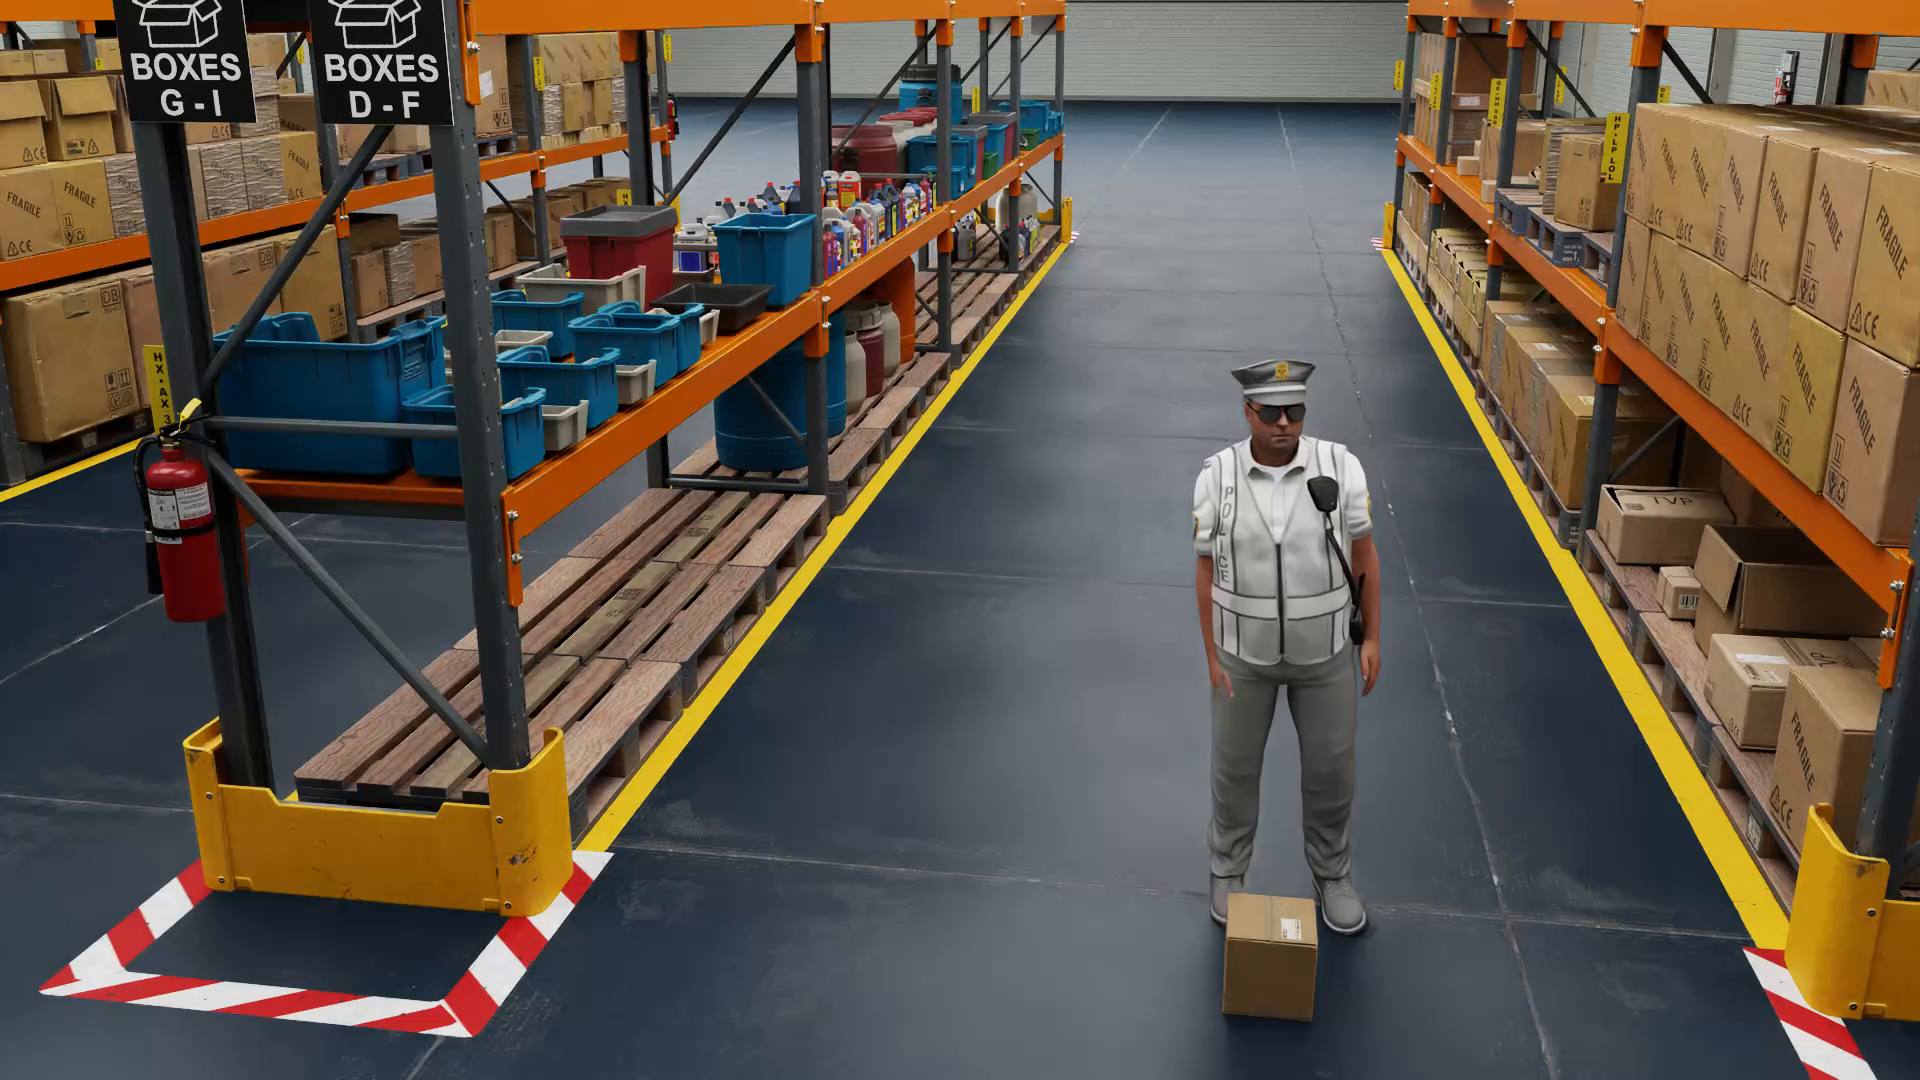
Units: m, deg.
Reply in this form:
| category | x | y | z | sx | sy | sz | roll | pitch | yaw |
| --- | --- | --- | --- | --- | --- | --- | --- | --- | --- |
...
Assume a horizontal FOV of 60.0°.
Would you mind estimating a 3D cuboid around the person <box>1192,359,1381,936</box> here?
| category | x | y | z | sx | sy | sz | roll | pitch | yaw |
| --- | --- | --- | --- | --- | --- | --- | --- | --- | --- |
| person | 0.979 | 0.320 | 5.008 | 0.596 | 1.776 | 0.396 | 3 | 18 | 10 |
